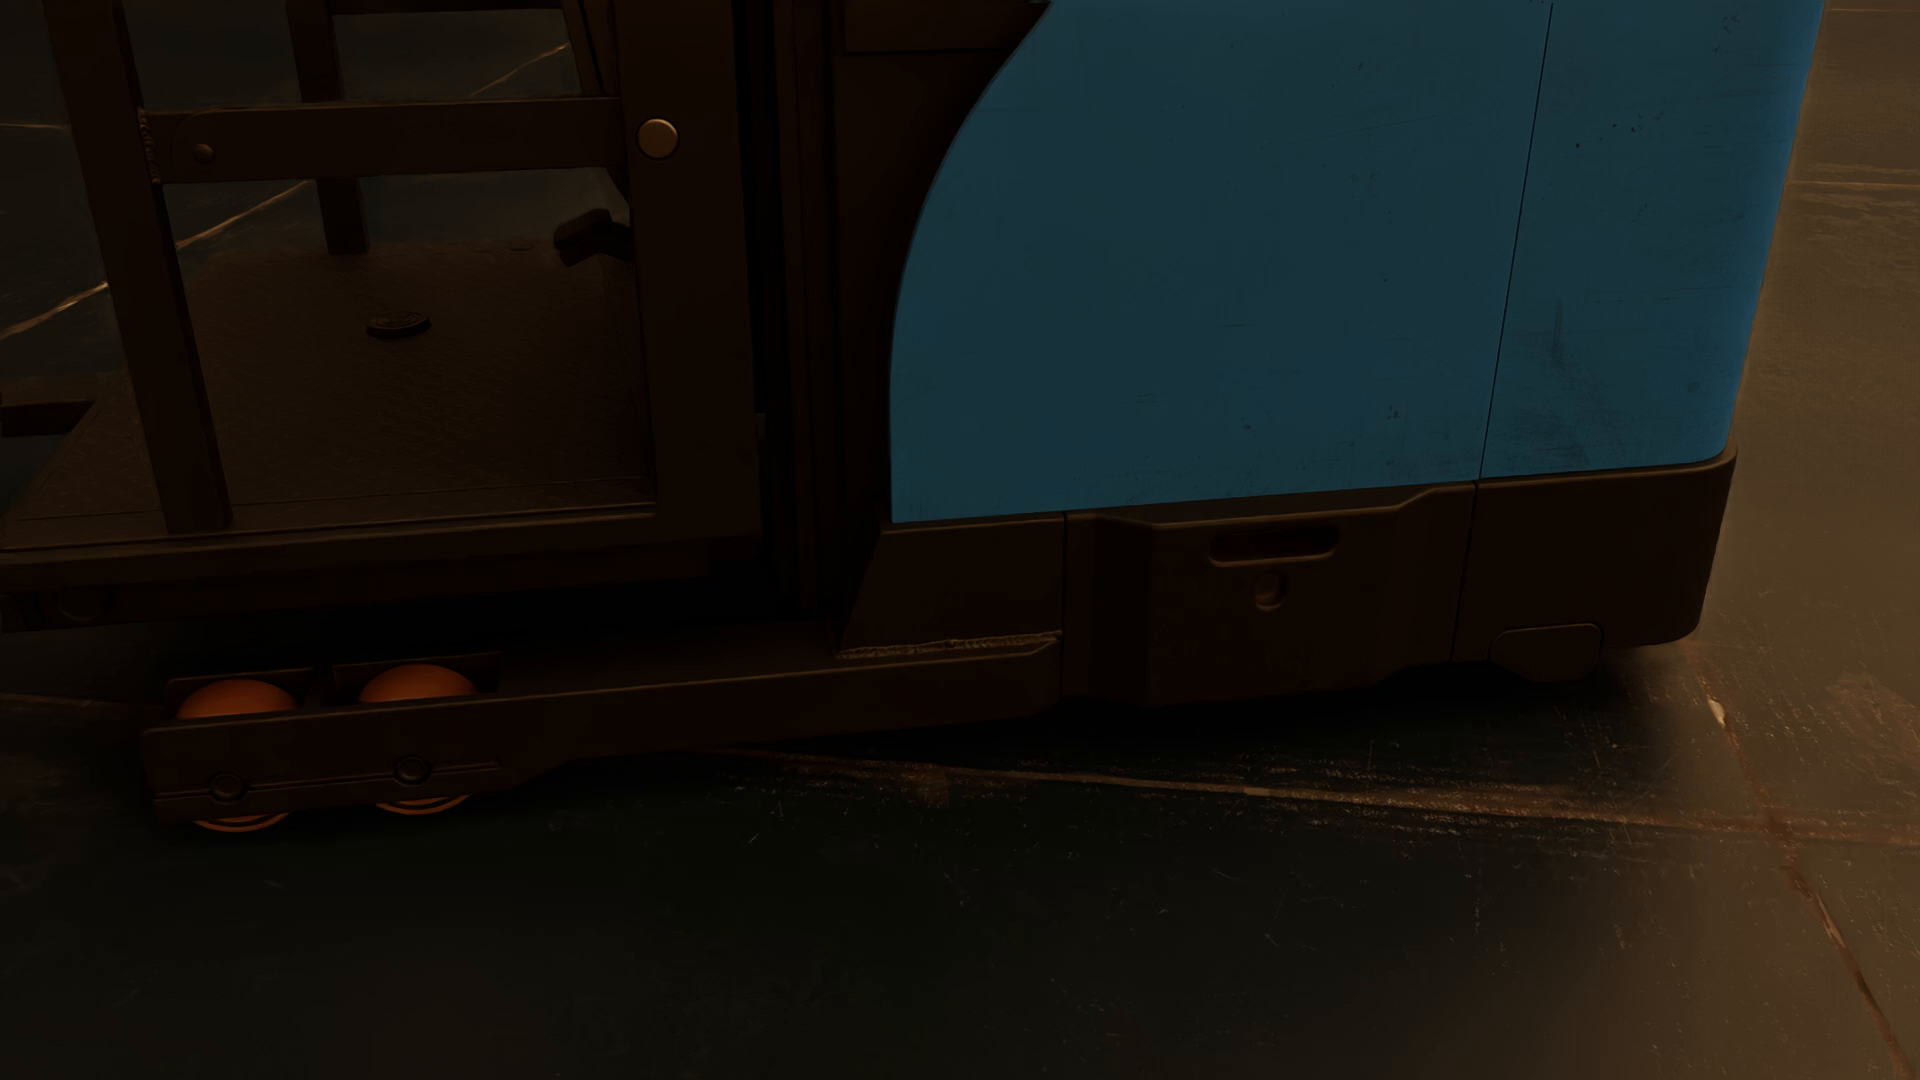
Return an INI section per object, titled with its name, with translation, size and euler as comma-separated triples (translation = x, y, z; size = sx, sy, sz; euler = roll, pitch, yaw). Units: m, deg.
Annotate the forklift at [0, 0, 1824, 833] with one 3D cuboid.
[forklift]
translation = -0.608, -1.241, 1.705
size = 3.031, 2.935, 1.130
euler = -4, 27, -9
